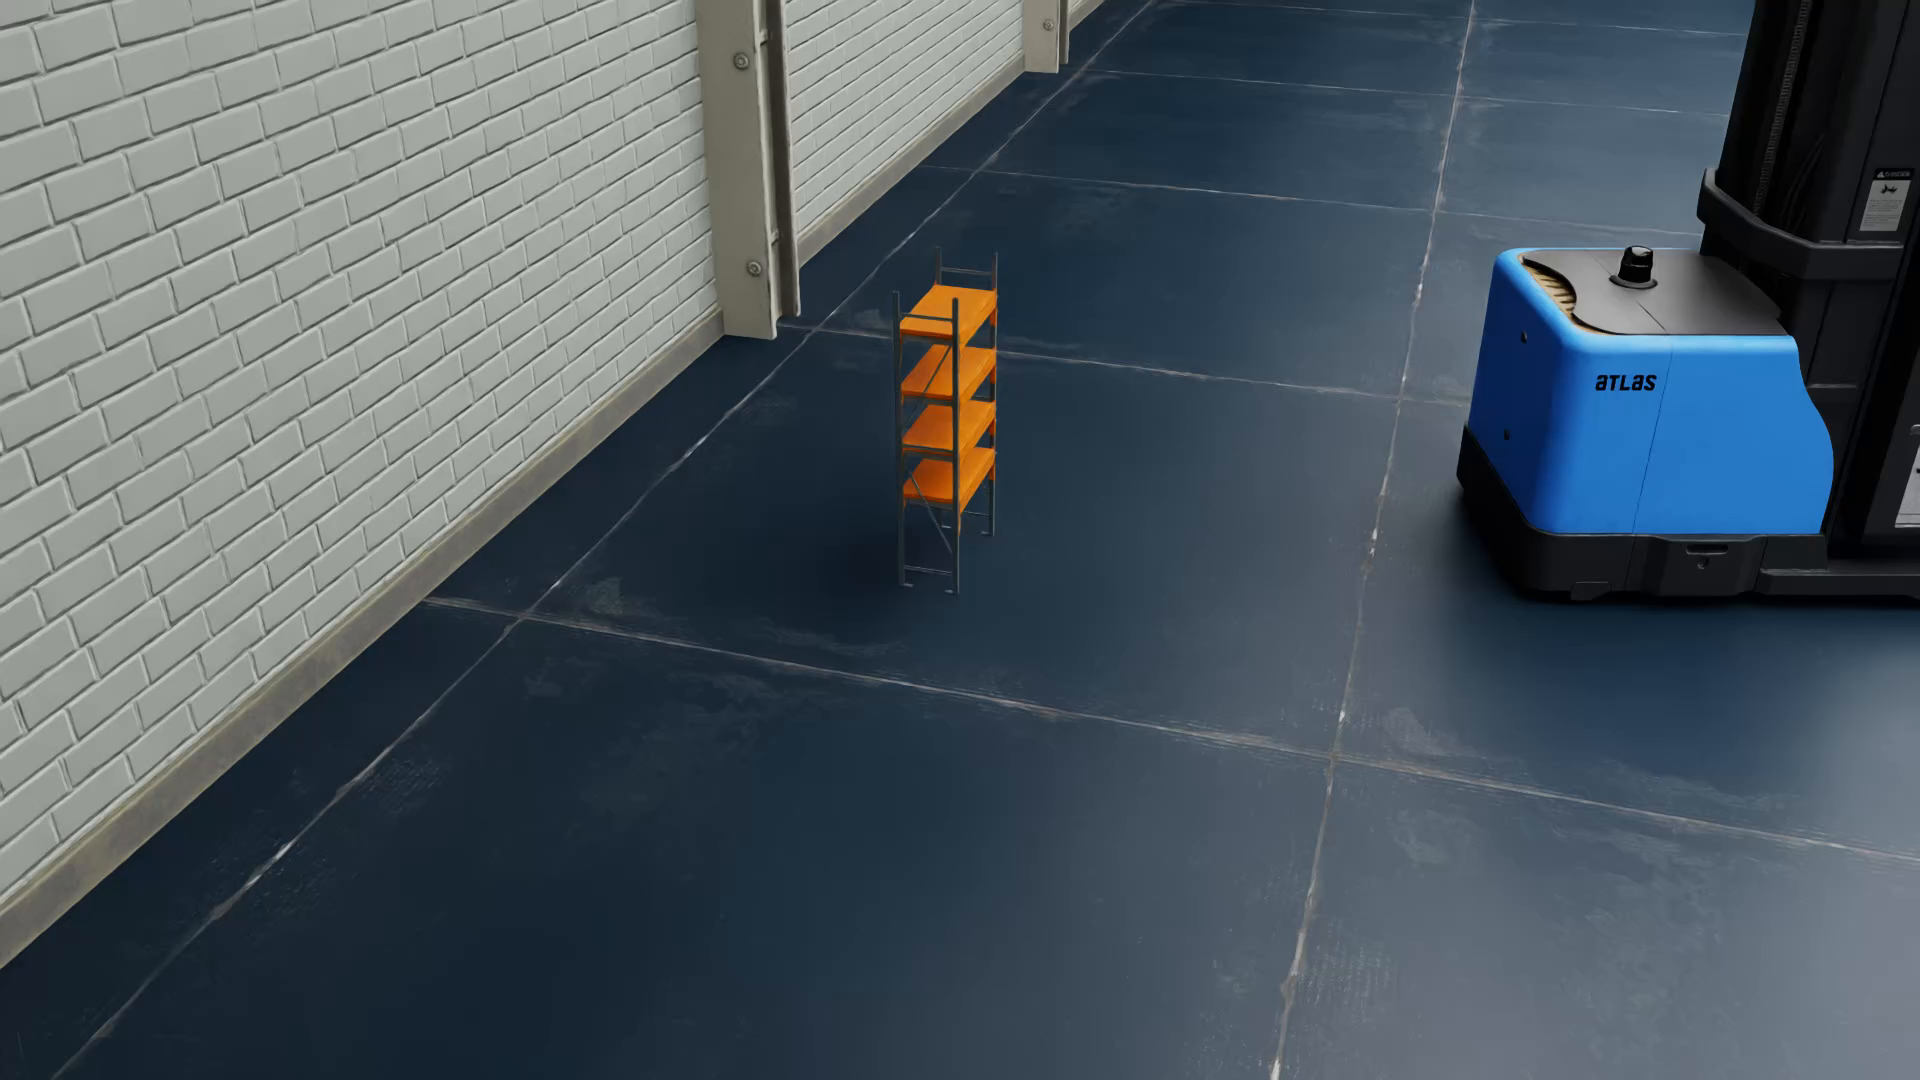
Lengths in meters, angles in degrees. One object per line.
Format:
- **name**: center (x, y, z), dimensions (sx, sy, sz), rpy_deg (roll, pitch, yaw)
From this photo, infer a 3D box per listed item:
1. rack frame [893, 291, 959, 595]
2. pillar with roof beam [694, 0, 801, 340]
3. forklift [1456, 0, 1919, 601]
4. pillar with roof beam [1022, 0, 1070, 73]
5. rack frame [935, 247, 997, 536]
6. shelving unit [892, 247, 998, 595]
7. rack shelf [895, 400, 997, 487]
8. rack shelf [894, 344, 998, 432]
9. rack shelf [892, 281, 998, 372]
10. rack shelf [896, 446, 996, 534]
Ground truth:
- **rack frame**: center (-0.120, -0.334, 6.116), dimensions (0.240, 1.200, 0.015), rpy_deg (8, 30, 15)
- **pillar with roof beam**: center (3.057, -4.468, 5.525), dimensions (9.100, 9.000, 0.400), rpy_deg (8, 30, 15)
- **forklift**: center (3.631, -1.280, 6.036), dimensions (3.031, 2.935, 1.130), rpy_deg (0, 29, 0)
- **pillar with roof beam**: center (4.818, -7.257, 10.538), dimensions (9.100, 9.000, 0.400), rpy_deg (8, 30, 15)
- **rack frame**: center (0.023, -0.561, 6.524), dimensions (0.240, 1.200, 0.015), rpy_deg (8, 30, 15)
- **shelving unit**: center (-0.049, -0.447, 6.320), dimensions (0.258, 1.200, 0.503), rpy_deg (8, 30, 15)
- **rack shelf**: center (-0.049, -0.389, 6.353), dimensions (0.258, 0.148, 0.480), rpy_deg (8, 30, 15)
- **rack shelf**: center (-0.049, -0.584, 6.244), dimensions (0.258, 0.148, 0.480), rpy_deg (8, 30, 15)
- **rack shelf**: center (-0.049, -0.791, 6.129), dimensions (0.258, 0.148, 0.480), rpy_deg (8, 30, 15)
- **rack shelf**: center (-0.049, -0.215, 6.449), dimensions (0.258, 0.148, 0.480), rpy_deg (8, 30, 15)
